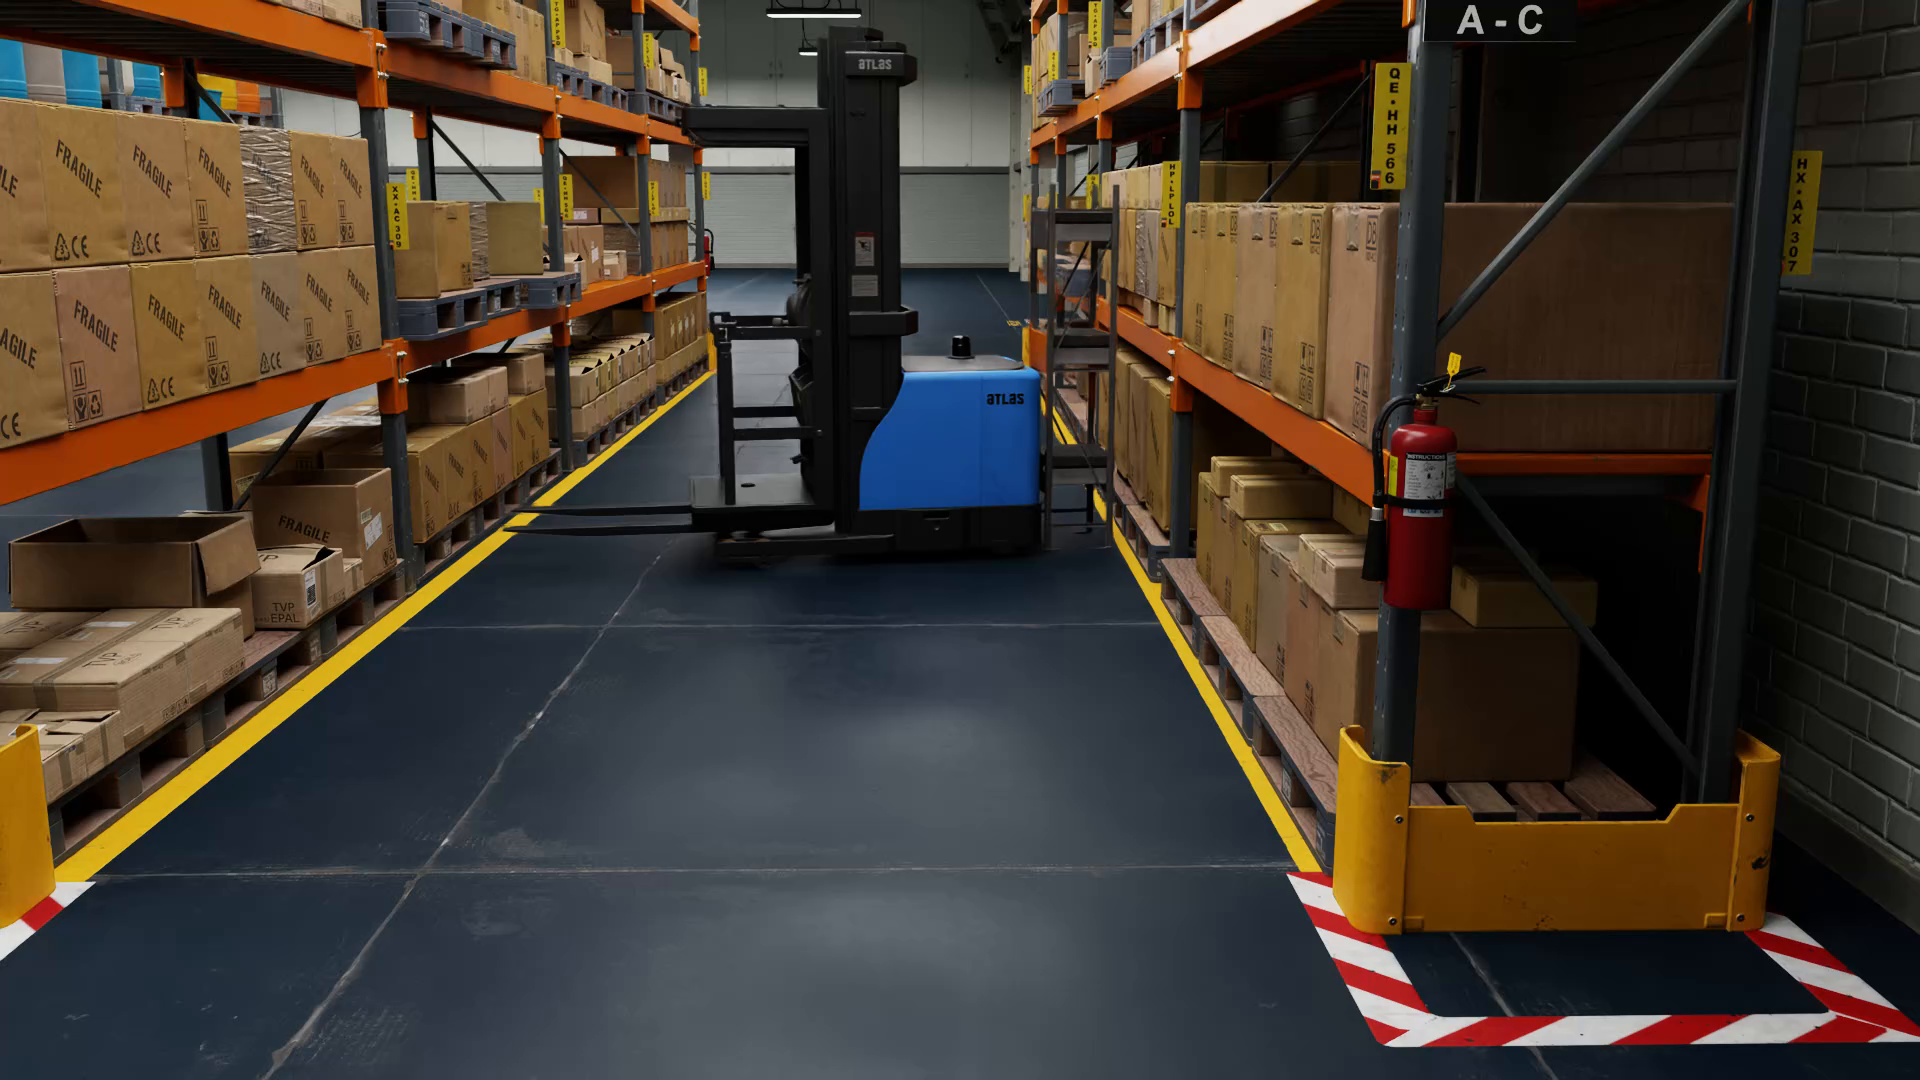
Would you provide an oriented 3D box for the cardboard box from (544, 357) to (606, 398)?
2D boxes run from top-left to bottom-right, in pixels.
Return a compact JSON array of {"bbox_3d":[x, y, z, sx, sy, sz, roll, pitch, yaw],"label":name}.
[{"bbox_3d":[-3.167,-1.323,13.483,0.500,0.311,0.500,-1,11,-3],"label":"cardboard box"}]

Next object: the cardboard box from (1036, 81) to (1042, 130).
[{"bbox_3d":[1.104,-4.842,18.538,0.500,0.500,0.500,0,11,1],"label":"cardboard box"}]

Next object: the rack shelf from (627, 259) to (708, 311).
[{"bbox_3d":[-3.555,-2.820,18.224,1.077,0.370,4.000,0,11,-1],"label":"rack shelf"}]

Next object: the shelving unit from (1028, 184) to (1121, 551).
[{"bbox_3d":[0.658,-1.018,9.797,0.431,2.100,0.503,-2,12,-9],"label":"shelving unit"}]

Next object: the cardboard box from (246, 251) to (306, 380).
[{"bbox_3d":[-3.056,-0.931,6.851,0.500,0.500,0.500,0,11,0],"label":"cardboard box"}]

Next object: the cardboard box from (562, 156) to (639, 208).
[{"bbox_3d":[-3.529,-3.548,16.489,0.700,0.500,0.500,0,11,-1],"label":"cardboard box"}]

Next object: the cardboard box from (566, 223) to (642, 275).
[{"bbox_3d":[-3.529,-2.912,16.618,0.700,0.500,0.500,-1,11,-3],"label":"cardboard box"}]

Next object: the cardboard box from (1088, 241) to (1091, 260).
[{"bbox_3d":[1.454,-2.607,14.005,0.700,0.500,0.500,0,11,-1],"label":"cardboard box"}]

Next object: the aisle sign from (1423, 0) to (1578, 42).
[{"bbox_3d":[1.389,-1.669,4.204,0.394,0.787,0.004,0,11,-1],"label":"aisle sign"}]

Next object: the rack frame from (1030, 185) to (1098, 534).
[{"bbox_3d":[0.618,-1.066,10.033,0.400,2.100,0.015,-2,12,-9],"label":"rack frame"}]

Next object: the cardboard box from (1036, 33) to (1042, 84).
[{"bbox_3d":[1.103,-5.331,18.430,0.500,0.500,0.500,0,11,0],"label":"cardboard box"}]

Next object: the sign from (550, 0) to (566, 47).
[{"bbox_3d":[-2.888,-3.705,11.933,0.100,0.325,0.005,0,11,-1],"label":"sign"}]

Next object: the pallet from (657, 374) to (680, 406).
[{"bbox_3d":[-3.488,-1.567,17.250,1.003,0.211,1.213,0,11,-1],"label":"pallet"}]

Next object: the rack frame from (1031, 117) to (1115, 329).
[{"bbox_3d":[1.357,-3.591,20.216,1.000,3.000,0.127,0,11,-1],"label":"rack frame"}]

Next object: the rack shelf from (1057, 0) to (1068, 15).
[{"bbox_3d":[1.480,-4.790,13.852,1.077,0.370,4.000,0,11,-1],"label":"rack shelf"}]

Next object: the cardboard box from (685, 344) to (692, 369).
[{"bbox_3d":[-3.247,-2.025,18.355,0.500,0.250,0.500,0,11,-1],"label":"cardboard box"}]

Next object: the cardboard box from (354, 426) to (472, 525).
[{"bbox_3d":[-3.137,-0.378,9.560,0.500,0.500,0.500,0,11,0],"label":"cardboard box"}]

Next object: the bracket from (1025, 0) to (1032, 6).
[{"bbox_3d":[1.518,-11.654,35.817,0.235,0.232,0.430,0,11,-1],"label":"bracket"}]

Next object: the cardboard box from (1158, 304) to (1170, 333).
[{"bbox_3d":[1.286,-1.209,9.054,0.380,0.149,0.250,0,11,0],"label":"cardboard box"}]

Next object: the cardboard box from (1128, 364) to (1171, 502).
[{"bbox_3d":[1.440,-0.663,10.135,0.750,0.750,0.750,0,11,1],"label":"cardboard box"}]

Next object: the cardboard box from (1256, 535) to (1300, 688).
[{"bbox_3d":[1.551,0.270,6.413,0.700,0.500,0.500,-1,11,-3],"label":"cardboard box"}]

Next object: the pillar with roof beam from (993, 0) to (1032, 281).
[{"bbox_3d":[-2.564,-11.149,42.380,9.100,9.000,0.548,0,11,-1],"label":"pillar with roof beam"}]

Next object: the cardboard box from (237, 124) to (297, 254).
[{"bbox_3d":[-3.055,-1.422,6.759,0.500,0.500,0.500,0,11,-1],"label":"cardboard box"}]

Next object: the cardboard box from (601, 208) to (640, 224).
[{"bbox_3d":[-3.325,-3.196,16.386,0.380,0.149,0.250,0,11,-1],"label":"cardboard box"}]

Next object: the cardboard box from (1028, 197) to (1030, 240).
[{"bbox_3d":[1.066,-3.799,19.681,0.500,0.500,0.500,0,11,-1],"label":"cardboard box"}]

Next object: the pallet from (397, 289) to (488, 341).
[{"bbox_3d":[-3.255,-1.250,9.159,1.003,0.211,1.213,0,11,-1],"label":"pallet"}]

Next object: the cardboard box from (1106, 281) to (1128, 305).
[{"bbox_3d":[1.214,-1.718,11.564,0.380,0.149,0.250,0,11,1],"label":"cardboard box"}]

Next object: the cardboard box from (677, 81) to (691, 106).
[{"bbox_3d":[-3.309,-5.013,18.650,0.500,0.250,0.500,0,11,-1],"label":"cardboard box"}]

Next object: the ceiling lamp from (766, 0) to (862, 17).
[{"bbox_3d":[-3.075,-12.620,34.953,2.000,3.185,0.800,0,11,-1],"label":"ceiling lamp"}]

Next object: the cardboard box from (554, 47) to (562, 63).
[{"bbox_3d":[-3.526,-3.890,13.466,0.500,0.250,0.500,0,11,-2],"label":"cardboard box"}]

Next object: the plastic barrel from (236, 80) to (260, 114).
[{"bbox_3d":[-8.411,-5.341,19.159,0.600,0.830,0.708,0,11,-1],"label":"plastic barrel"}]

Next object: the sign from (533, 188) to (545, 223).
[{"bbox_3d":[-4.068,-3.235,16.086,0.100,0.325,0.005,0,11,-1],"label":"sign"}]

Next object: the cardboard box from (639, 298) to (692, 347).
[{"bbox_3d":[-3.243,-2.392,18.280,0.500,0.500,0.500,0,11,-1],"label":"cardboard box"}]

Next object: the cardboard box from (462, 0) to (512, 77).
[{"bbox_3d":[-3.367,-3.208,10.529,0.910,0.500,0.500,0,11,-1],"label":"cardboard box"}]

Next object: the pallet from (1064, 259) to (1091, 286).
[{"bbox_3d":[1.440,-2.300,14.336,1.003,0.211,1.213,0,11,-1],"label":"pallet"}]

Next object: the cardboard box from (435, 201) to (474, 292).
[{"bbox_3d":[-3.212,-1.671,9.444,0.700,0.500,0.500,2,12,8],"label":"cardboard box"}]

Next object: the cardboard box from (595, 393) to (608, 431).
[{"bbox_3d":[-3.159,-1.043,13.517,0.500,0.250,0.500,-1,11,-3],"label":"cardboard box"}]

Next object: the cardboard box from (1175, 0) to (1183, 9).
[{"bbox_3d":[1.620,-3.226,9.515,0.700,0.500,0.500,0,11,-2],"label":"cardboard box"}]

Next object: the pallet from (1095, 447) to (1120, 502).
[{"bbox_3d":[1.463,-0.477,11.881,1.003,0.211,1.213,0,11,-1],"label":"pallet"}]

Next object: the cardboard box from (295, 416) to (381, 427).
[{"bbox_3d":[-3.657,-0.470,10.013,0.500,0.500,0.500,0,11,0],"label":"cardboard box"}]

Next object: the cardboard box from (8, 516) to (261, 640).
[{"bbox_3d":[-3.304,0.197,6.718,0.797,0.503,0.637,0,11,-1],"label":"cardboard box"}]

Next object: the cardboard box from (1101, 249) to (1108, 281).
[{"bbox_3d":[1.276,-2.108,11.855,0.500,0.500,0.500,0,11,1],"label":"cardboard box"}]

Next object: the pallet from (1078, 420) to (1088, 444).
[{"bbox_3d":[1.507,-0.790,13.421,1.003,0.211,1.213,0,11,-1],"label":"pallet"}]

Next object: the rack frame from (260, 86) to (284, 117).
[{"bbox_3d":[-8.548,-6.491,19.419,1.000,3.000,0.127,0,11,-1],"label":"rack frame"}]

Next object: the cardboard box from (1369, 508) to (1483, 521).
[{"bbox_3d":[1.753,-0.025,6.238,0.380,0.149,0.250,0,11,0],"label":"cardboard box"}]

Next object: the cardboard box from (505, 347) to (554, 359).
[{"bbox_3d":[-3.721,-1.519,14.453,0.500,0.311,0.500,0,11,0],"label":"cardboard box"}]

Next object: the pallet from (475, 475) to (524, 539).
[{"bbox_3d":[-3.431,-0.223,10.626,1.003,0.211,1.213,0,11,-1],"label":"pallet"}]

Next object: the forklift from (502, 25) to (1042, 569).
[{"bbox_3d":[-1.094,-1.386,9.519,3.031,2.935,1.130,-2,12,-9],"label":"forklift"}]

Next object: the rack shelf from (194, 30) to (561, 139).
[{"bbox_3d":[-3.389,-2.700,10.087,1.077,0.370,4.000,0,11,-1],"label":"rack shelf"}]

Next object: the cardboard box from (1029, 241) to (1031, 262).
[{"bbox_3d":[1.074,-3.326,19.236,0.500,0.250,0.500,-1,11,-3],"label":"cardboard box"}]

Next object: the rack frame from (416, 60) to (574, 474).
[{"bbox_3d":[-3.431,-1.980,12.274,1.000,3.000,0.127,0,11,-1],"label":"rack frame"}]

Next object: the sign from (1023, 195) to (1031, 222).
[{"bbox_3d":[0.814,-4.013,20.119,0.100,0.325,0.005,0,11,-1],"label":"sign"}]

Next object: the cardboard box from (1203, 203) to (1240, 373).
[{"bbox_3d":[1.609,-1.100,7.181,0.980,0.700,0.700,-1,11,-3],"label":"cardboard box"}]

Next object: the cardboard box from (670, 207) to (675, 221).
[{"bbox_3d":[-3.369,-3.604,18.399,0.380,0.149,0.250,0,11,0],"label":"cardboard box"}]

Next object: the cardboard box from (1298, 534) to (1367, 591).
[{"bbox_3d":[1.382,0.076,5.738,0.380,0.149,0.250,0,11,0],"label":"cardboard box"}]

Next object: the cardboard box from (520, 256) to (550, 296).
[{"bbox_3d":[-3.395,-2.009,12.640,0.500,0.311,0.500,0,11,2],"label":"cardboard box"}]
